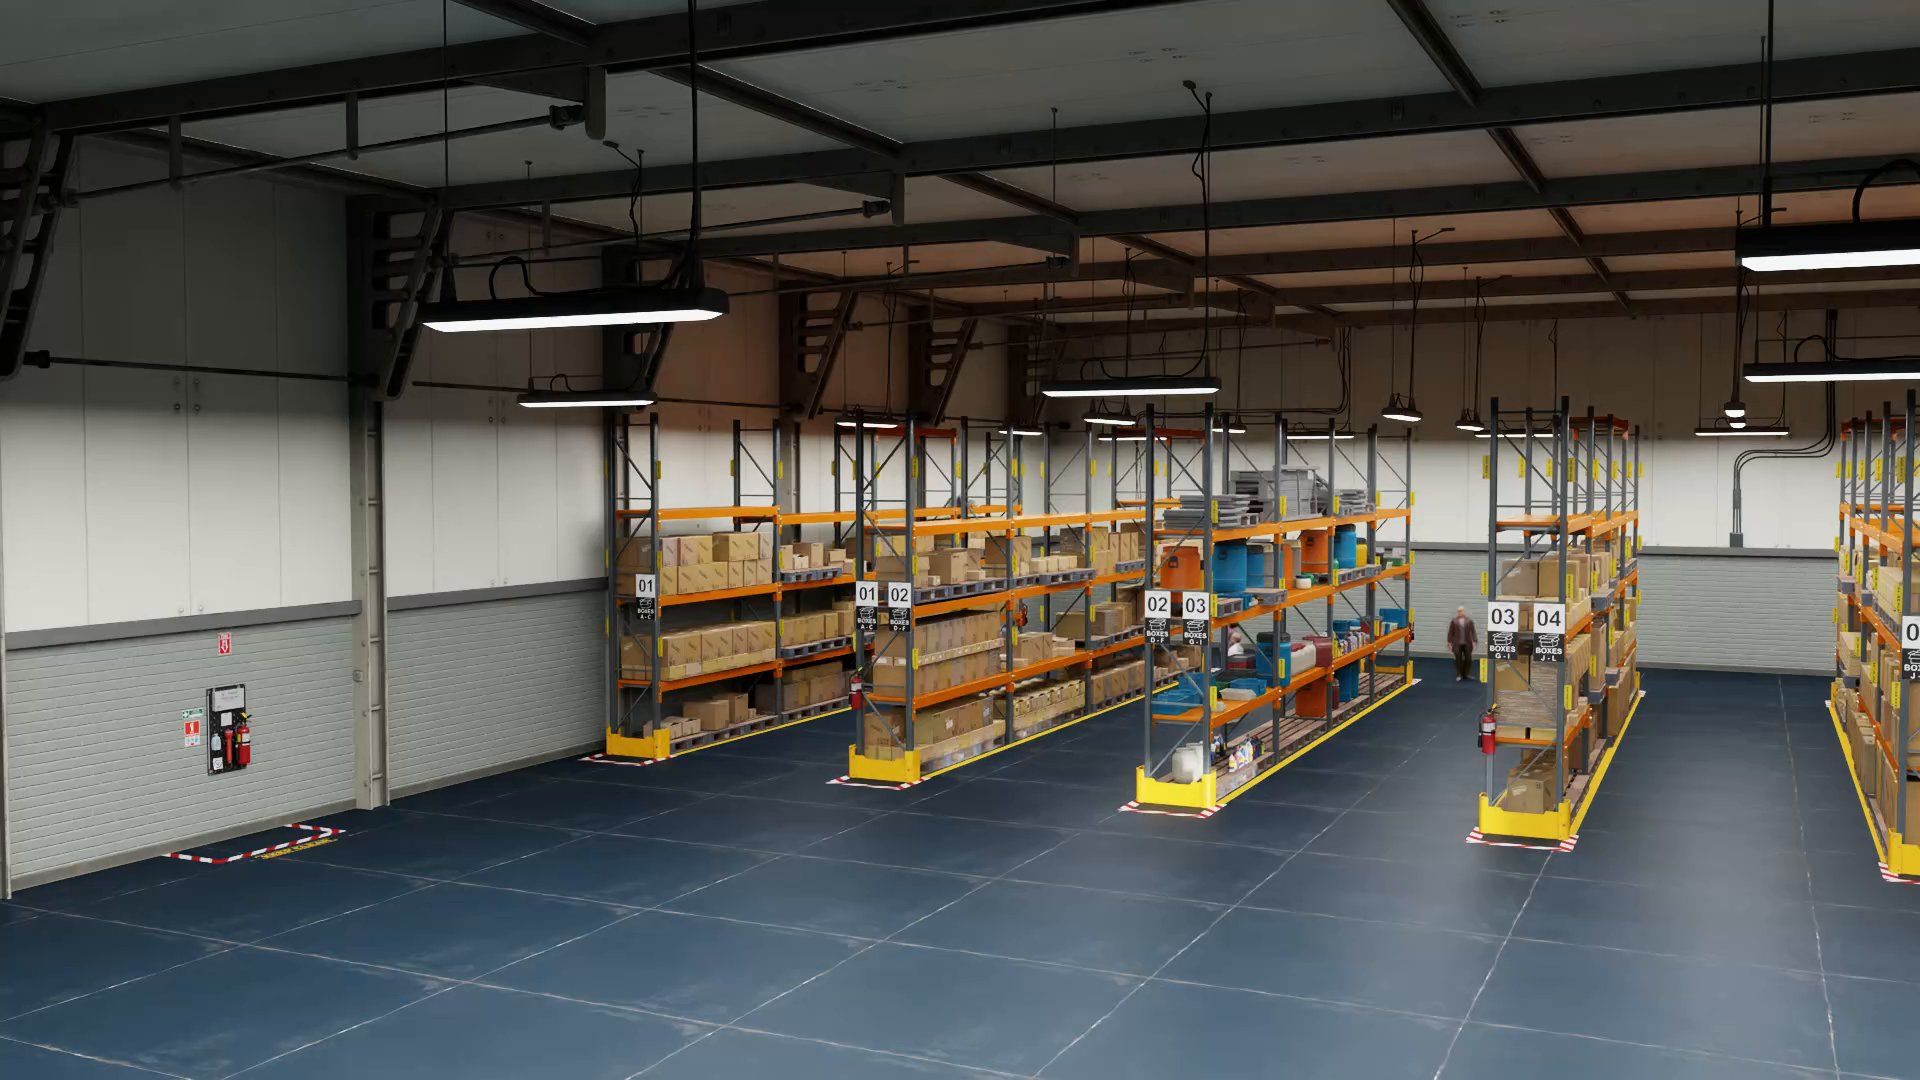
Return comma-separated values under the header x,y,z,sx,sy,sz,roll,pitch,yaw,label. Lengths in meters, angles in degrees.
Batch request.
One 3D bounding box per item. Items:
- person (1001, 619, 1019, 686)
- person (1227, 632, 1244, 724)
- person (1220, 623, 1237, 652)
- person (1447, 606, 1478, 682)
x,y,z,sx,sy,sz,roll,pitch,yaw,label
1.201,2.580,38.187,0.472,1.617,0.500,-1,3,-22,person
5.404,2.724,33.040,0.462,1.787,0.588,0,2,8,person
6.169,2.609,38.596,0.397,1.562,0.556,-1,2,-15,person
11.927,2.463,39.483,0.712,1.795,0.449,1,3,18,person
